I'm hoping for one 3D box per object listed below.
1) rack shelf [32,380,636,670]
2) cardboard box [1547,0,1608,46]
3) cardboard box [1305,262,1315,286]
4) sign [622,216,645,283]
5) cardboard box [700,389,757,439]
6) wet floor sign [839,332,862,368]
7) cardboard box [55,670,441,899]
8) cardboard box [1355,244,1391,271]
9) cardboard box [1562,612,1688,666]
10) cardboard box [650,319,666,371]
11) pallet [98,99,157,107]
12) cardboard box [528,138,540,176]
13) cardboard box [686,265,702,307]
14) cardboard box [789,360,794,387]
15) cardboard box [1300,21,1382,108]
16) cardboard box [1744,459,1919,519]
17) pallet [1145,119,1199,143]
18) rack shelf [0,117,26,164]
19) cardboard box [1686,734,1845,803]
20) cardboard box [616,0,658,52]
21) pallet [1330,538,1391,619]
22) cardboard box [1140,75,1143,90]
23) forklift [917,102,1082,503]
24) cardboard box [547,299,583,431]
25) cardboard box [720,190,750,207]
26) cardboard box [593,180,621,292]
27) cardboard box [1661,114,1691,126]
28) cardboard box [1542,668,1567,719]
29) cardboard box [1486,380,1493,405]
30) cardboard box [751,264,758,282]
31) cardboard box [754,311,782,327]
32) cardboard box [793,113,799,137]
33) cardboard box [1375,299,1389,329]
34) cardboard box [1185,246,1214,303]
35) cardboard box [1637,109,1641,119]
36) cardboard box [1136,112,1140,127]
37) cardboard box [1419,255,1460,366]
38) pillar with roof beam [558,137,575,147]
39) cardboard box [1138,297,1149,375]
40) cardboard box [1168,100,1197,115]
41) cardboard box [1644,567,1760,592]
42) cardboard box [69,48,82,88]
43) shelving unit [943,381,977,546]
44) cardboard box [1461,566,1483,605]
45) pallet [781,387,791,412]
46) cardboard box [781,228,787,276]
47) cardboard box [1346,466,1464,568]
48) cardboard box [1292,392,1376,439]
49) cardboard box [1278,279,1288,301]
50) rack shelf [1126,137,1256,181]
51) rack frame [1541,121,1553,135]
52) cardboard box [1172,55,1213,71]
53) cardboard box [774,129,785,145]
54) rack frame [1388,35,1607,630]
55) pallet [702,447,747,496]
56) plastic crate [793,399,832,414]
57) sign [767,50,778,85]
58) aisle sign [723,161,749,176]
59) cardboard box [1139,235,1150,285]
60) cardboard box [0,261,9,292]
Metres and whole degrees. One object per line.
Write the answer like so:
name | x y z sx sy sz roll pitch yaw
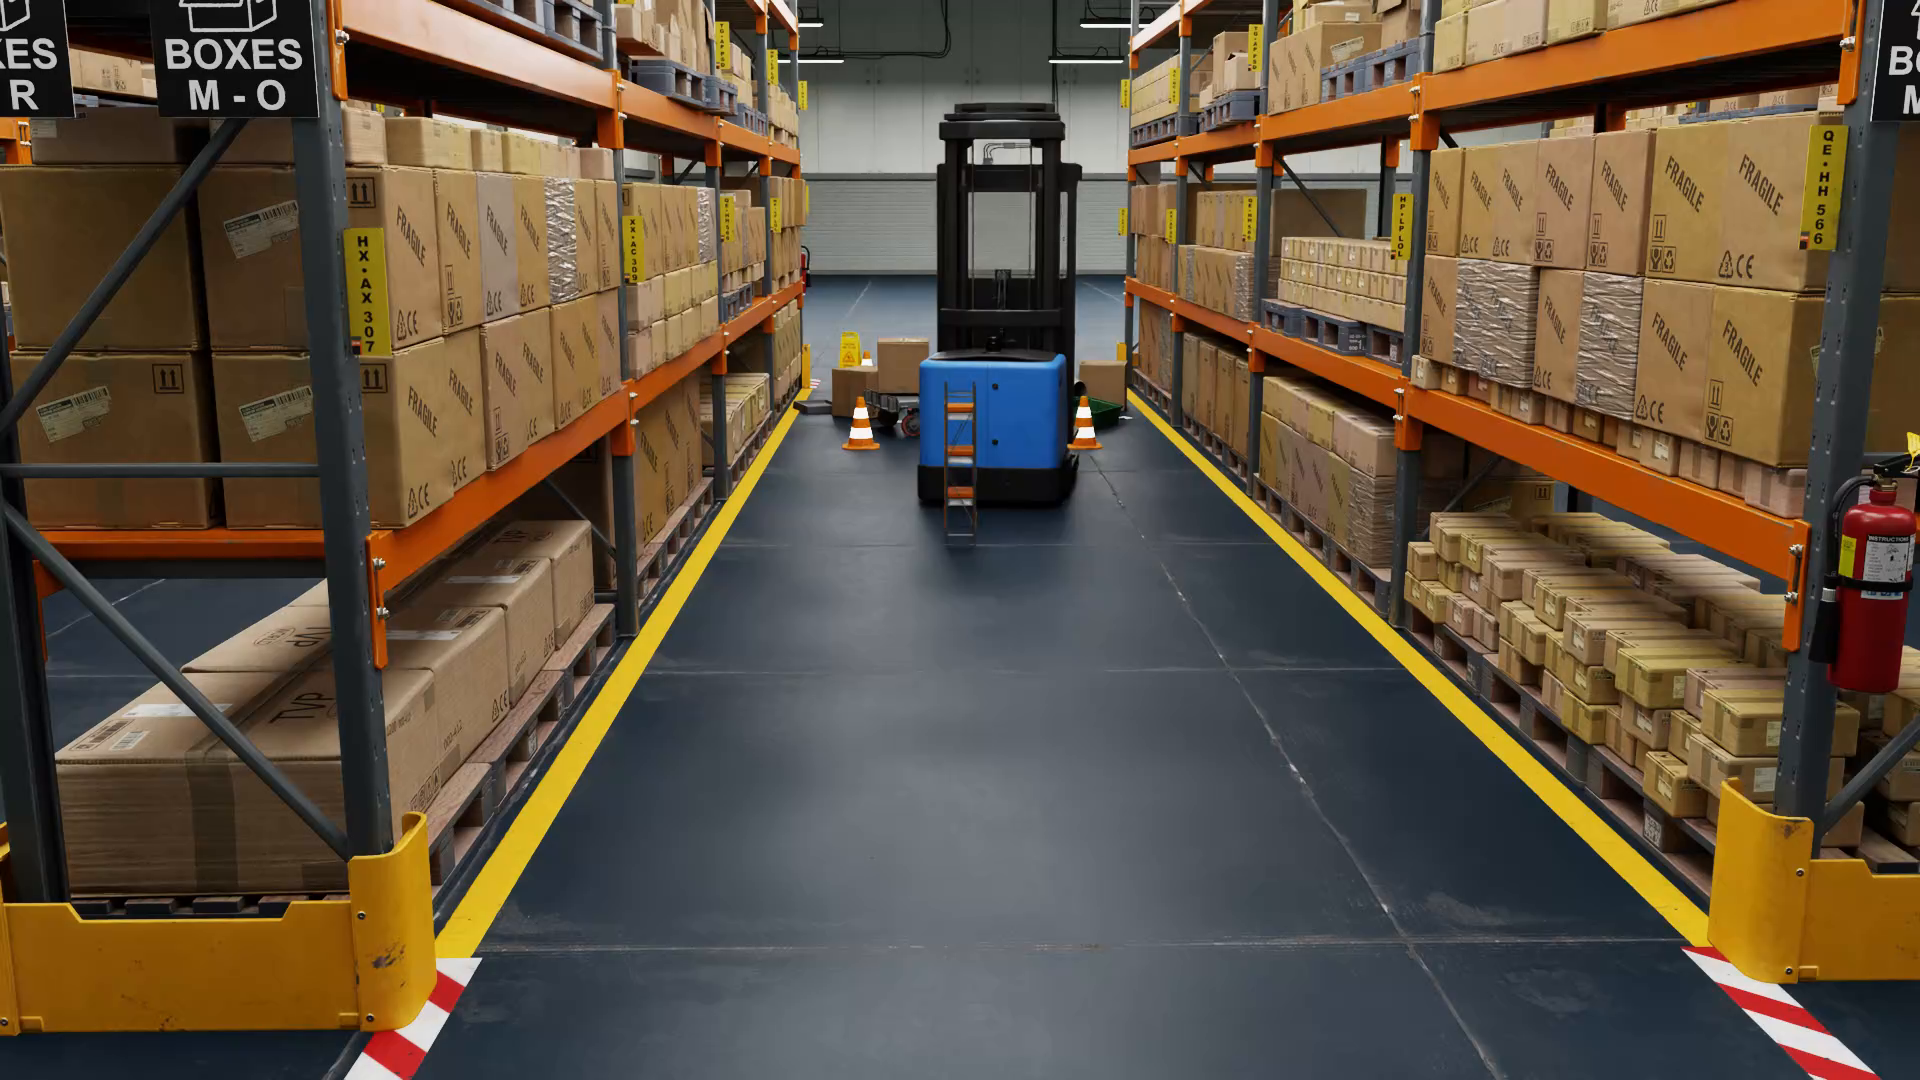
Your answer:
rack shelf | -2.126 -0.221 6.414 1.077 0.370 4.000 0 11 -1
cardboard box | 2.543 -2.008 6.245 0.500 0.250 0.500 0 11 1
cardboard box | 2.528 -1.781 11.122 0.380 0.149 0.250 0 11 -1
sign | -1.613 -1.437 8.221 0.100 0.325 0.005 0 11 -1
cardboard box | -2.285 -1.094 14.460 0.950 0.372 0.625 0 11 1
wet floor sign | -1.350 -2.245 20.502 0.267 0.644 0.232 4 12 18
cardboard box | -2.199 0.743 5.240 0.875 0.438 0.875 -1 11 -3
cardboard box | 2.559 -1.671 9.829 0.380 0.149 0.250 -1 11 -3
cardboard box | 2.514 0.373 6.293 0.380 0.149 0.250 0 11 1
cardboard box | -1.925 -1.089 9.260 0.500 0.250 0.500 -1 11 -3
pallet | -7.342 -3.479 13.596 1.003 0.211 1.213 0 11 1
cardboard box | -1.880 -1.514 6.579 0.380 0.149 0.250 0 11 -2
cardboard box | -1.941 -1.639 10.713 0.500 0.250 0.500 -1 11 -3
cardboard box | -2.111 -1.848 18.484 0.500 0.250 0.500 -1 11 -3
cardboard box | 2.475 -3.012 10.568 0.500 0.500 0.500 0 11 -1
cardboard box | 2.572 -0.157 4.920 0.380 0.149 0.250 0 11 -1
pallet | 2.585 -4.433 18.044 1.003 0.211 1.213 0 11 -1
rack shelf | -7.172 -2.465 9.931 1.077 0.370 4.000 0 11 -1
cardboard box | 2.566 0.725 5.305 0.380 0.149 0.250 -1 11 -3
cardboard box | -1.896 -2.872 8.821 0.500 0.500 0.500 0 11 -2
pallet | 2.762 0.200 9.541 1.003 0.211 1.213 0 11 -1
cardboard box | 2.234 -5.171 18.777 0.380 0.149 0.250 0 11 -1
forklift | 0.395 -1.956 13.328 1.130 2.935 3.031 2 12 7
cardboard box | -1.861 -0.727 6.846 0.500 0.500 0.500 0 11 -2
cardboard box | -2.041 -2.998 14.604 0.380 0.149 0.250 -1 11 -4
cardboard box | -1.882 -1.418 7.736 0.500 0.500 0.500 0 11 -2
cardboard box | 7.304 -4.088 16.499 0.500 0.250 0.500 0 11 1
cardboard box | 2.545 0.614 6.604 0.380 0.149 0.250 0 11 0
cardboard box | 2.595 -0.673 7.464 0.380 0.149 0.250 -1 11 -4
cardboard box | -2.009 -2.389 14.865 0.380 0.149 0.250 0 11 -1
cardboard box | -2.018 -2.249 16.940 0.380 0.149 0.250 0 11 0
cardboard box | -2.136 -4.798 19.251 0.500 0.250 0.500 0 11 -2
cardboard box | 2.564 -1.274 9.368 0.380 0.149 0.250 0 11 -1
cardboard box | 2.367 -2.445 15.314 0.500 0.500 0.500 0 11 -1
cardboard box | 7.310 -4.467 17.363 0.380 0.149 0.250 0 11 1
cardboard box | 2.228 -4.829 19.096 0.380 0.149 0.250 0 11 -1
cardboard box | 2.537 -1.107 7.971 0.500 0.500 0.500 0 11 -2
pillar with roof beam | -4.333 -9.729 36.383 9.100 9.000 0.548 0 11 -1
cardboard box | 2.611 -2.427 19.765 0.875 0.875 0.875 0 11 -1
cardboard box | 2.281 -4.325 16.612 0.380 0.149 0.250 0 11 0
cardboard box | 3.147 0.217 7.064 0.380 0.149 0.250 -1 11 -3
cardboard box | -6.984 -3.664 12.472 0.500 0.500 0.500 0 11 -1
shelving unit | 0.001 -0.504 10.902 0.215 1.050 0.252 0 11 -1
cardboard box | 2.603 0.206 7.867 0.380 0.149 0.250 0 11 -1
pallet | -2.410 -1.571 18.273 1.003 0.211 1.213 0 11 -1
cardboard box | -2.095 -3.044 17.521 0.500 0.500 0.500 0 11 -2
cardboard box | 2.512 -0.138 9.428 0.500 0.500 0.500 0 11 -2
cardboard box | 2.477 -0.818 10.890 0.500 0.250 0.500 0 11 -1
cardboard box | 2.504 -1.800 11.961 0.380 0.149 0.250 0 11 -2
rack shelf | 2.572 -4.117 18.073 1.077 0.370 4.000 0 11 -1
rack frame | 7.492 -6.337 19.664 1.000 3.000 0.127 0 11 -1
cardboard box | 2.288 -4.666 16.287 0.380 0.149 0.250 0 11 -2
cardboard box | -2.033 -4.228 17.442 0.380 0.149 0.250 0 11 -2
rack frame | 2.779 -1.012 8.501 1.000 3.000 0.127 0 11 -1
pallet | -2.265 -0.555 13.264 1.003 0.211 1.213 0 11 -1
plastic crate | -1.546 -1.446 17.986 0.402 0.080 0.583 -4 12 -21
sign | -1.778 -4.481 15.766 0.100 0.325 0.005 0 11 -1
aisle sign | -2.727 -4.642 19.856 0.394 0.787 0.004 0 11 -1
cardboard box | 2.503 -3.176 18.792 0.875 0.550 0.550 0 11 -1
cardboard box | -6.953 -2.006 12.522 0.500 0.250 0.500 0 11 -1
